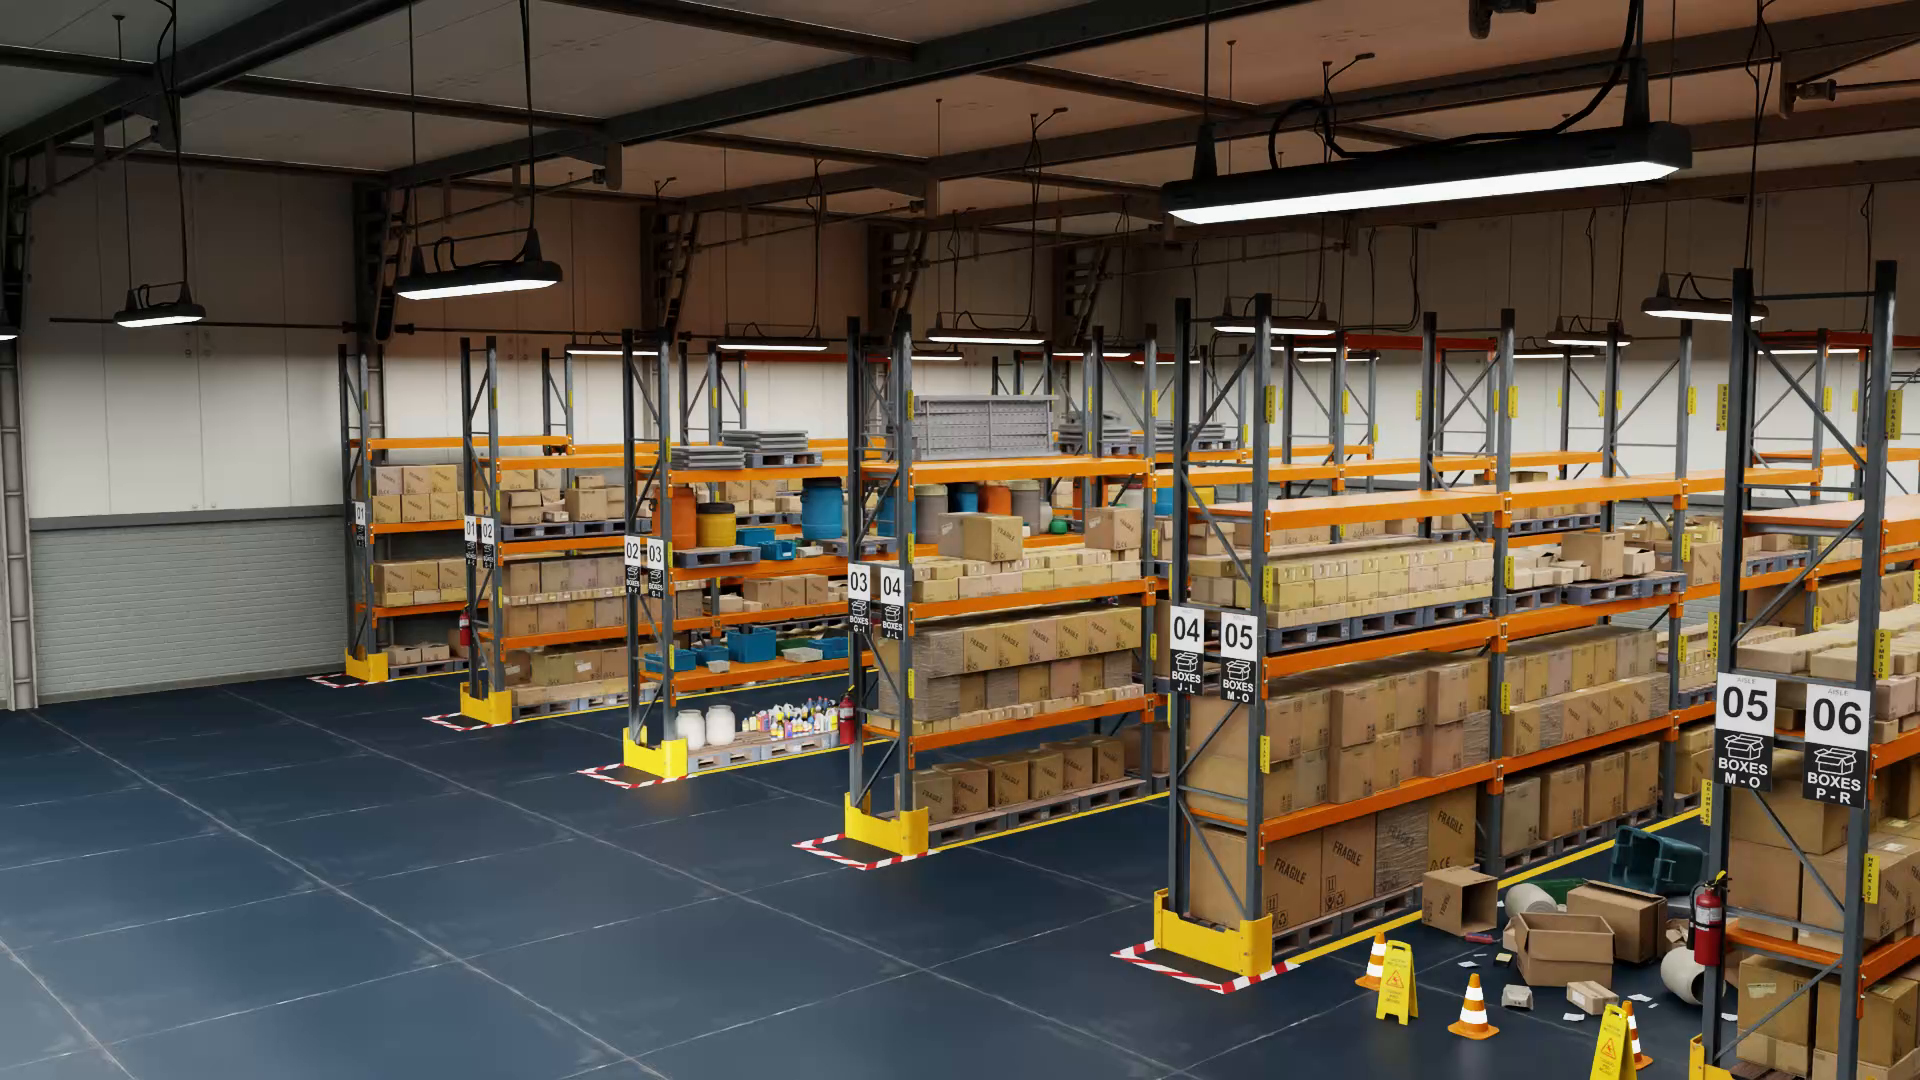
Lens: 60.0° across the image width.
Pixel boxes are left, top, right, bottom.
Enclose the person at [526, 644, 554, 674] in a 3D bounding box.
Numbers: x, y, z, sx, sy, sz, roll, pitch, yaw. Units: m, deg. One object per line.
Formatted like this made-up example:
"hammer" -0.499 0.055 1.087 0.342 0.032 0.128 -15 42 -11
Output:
"person" -7.533 1.699 29.825 0.670 1.696 0.526 -4 6 -35
